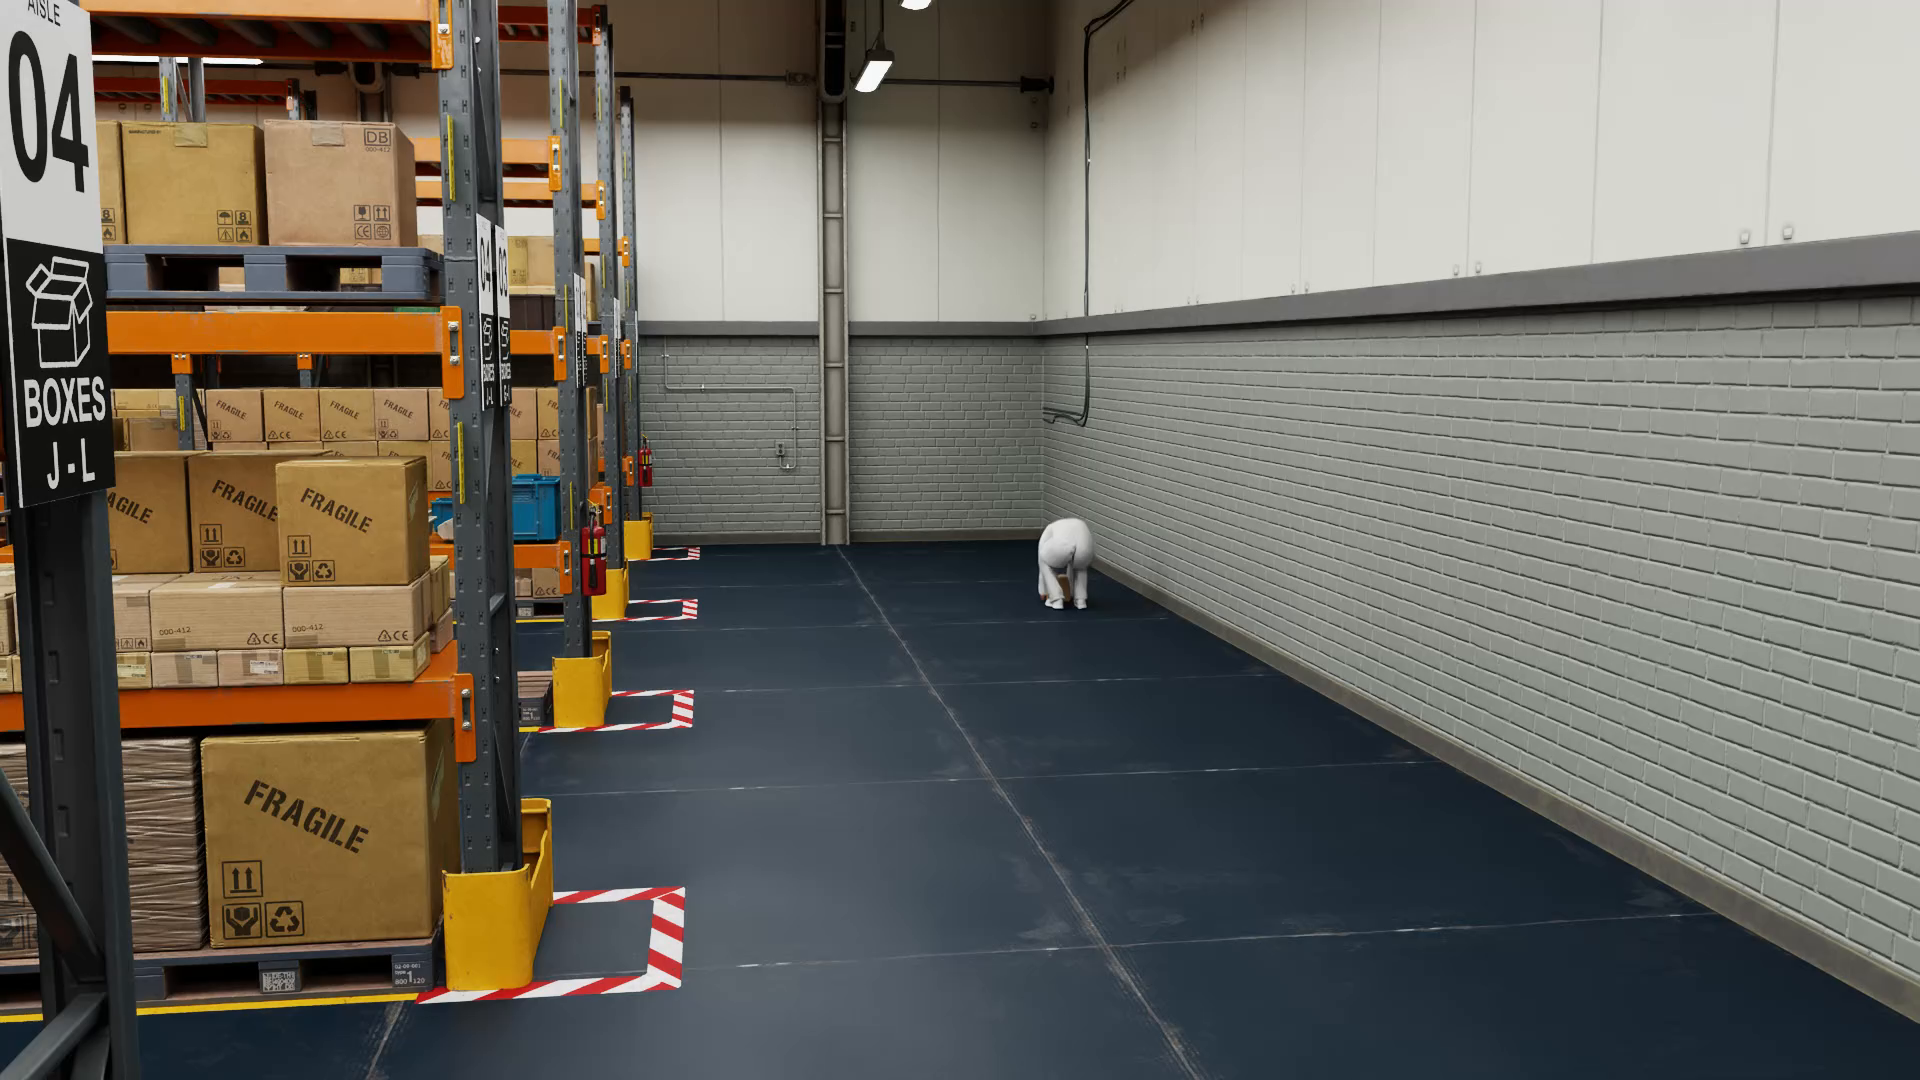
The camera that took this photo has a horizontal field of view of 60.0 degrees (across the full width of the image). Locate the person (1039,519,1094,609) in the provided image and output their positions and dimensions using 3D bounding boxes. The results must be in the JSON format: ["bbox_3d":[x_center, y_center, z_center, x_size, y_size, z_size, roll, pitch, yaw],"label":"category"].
[{"bbox_3d":[1.097,0.228,17.548,0.595,0.940,0.947,-1,6,-11],"label":"person"}]
